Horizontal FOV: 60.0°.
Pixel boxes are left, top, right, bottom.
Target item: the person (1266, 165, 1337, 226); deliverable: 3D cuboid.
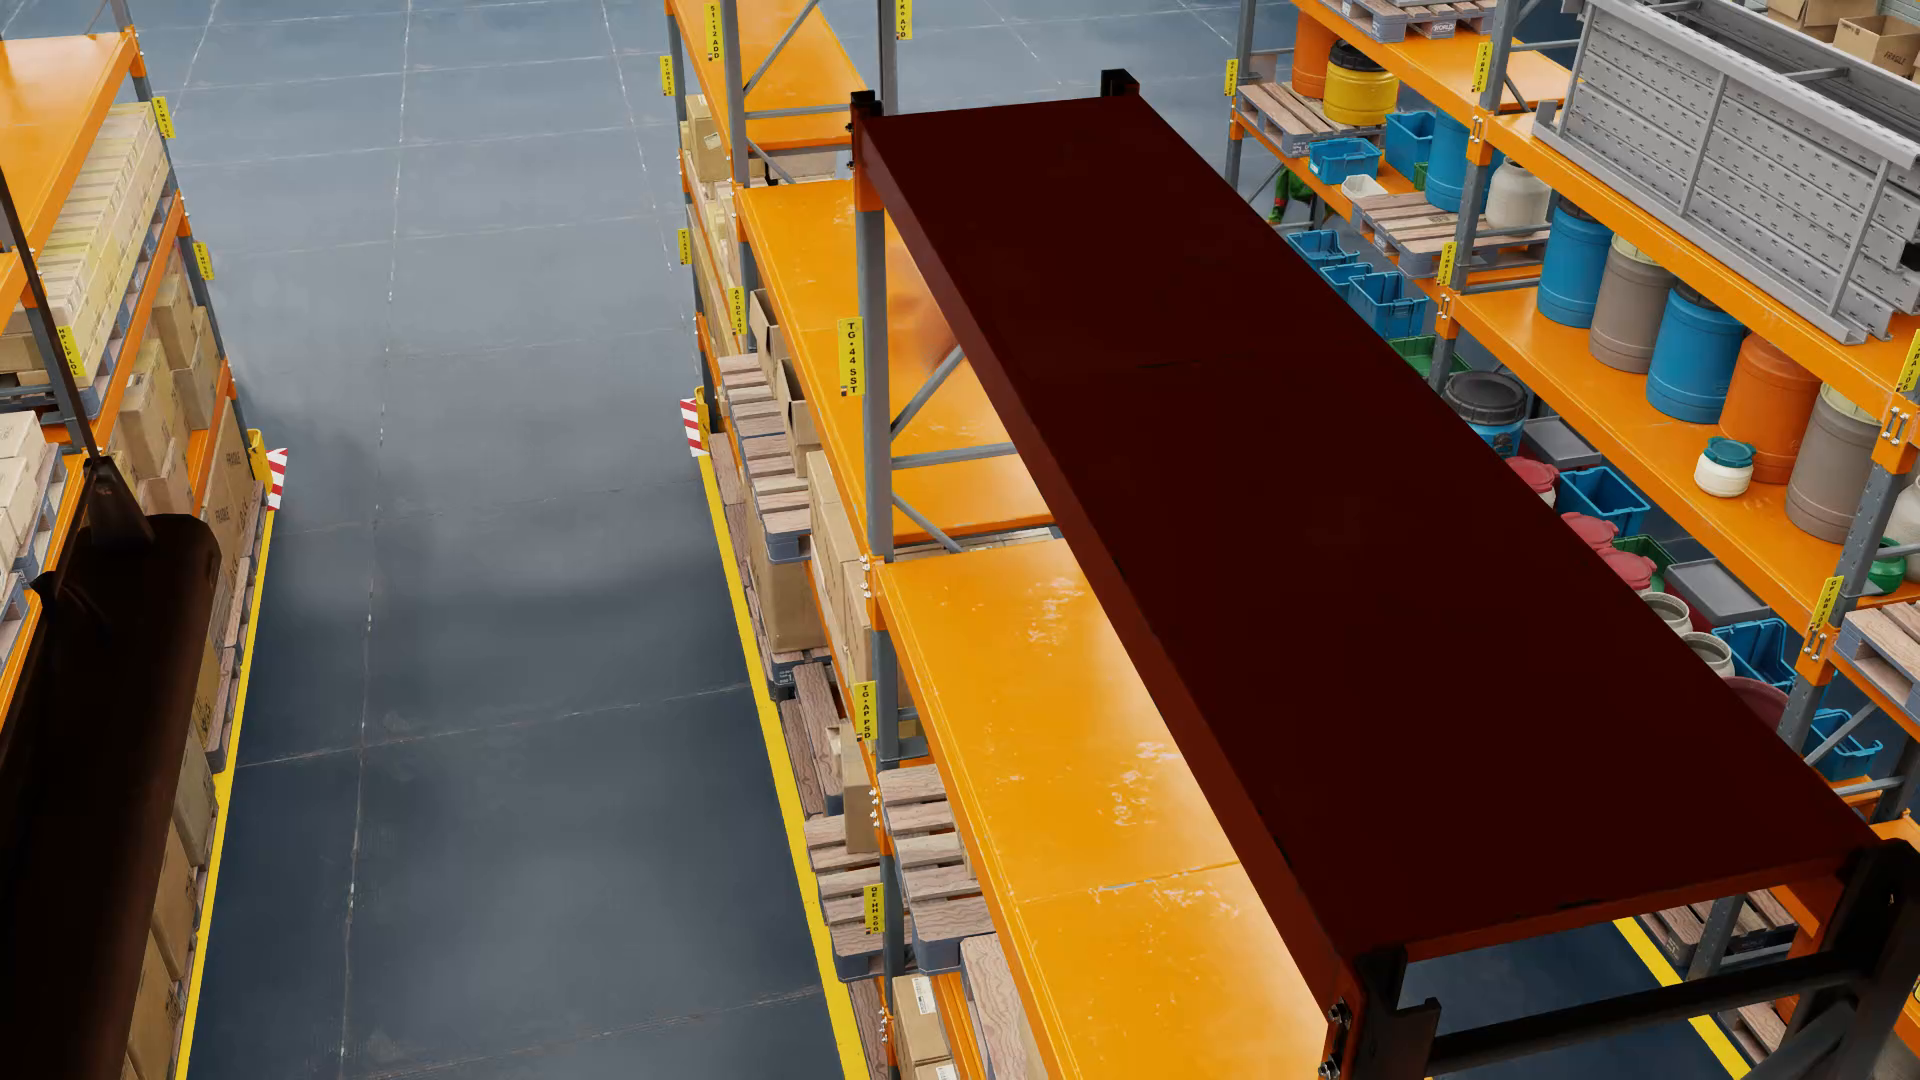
[{"bbox_3d":[3.898,-4.337,18.864,0.930,1.787,0.656,7,35,11],"label":"person"}]
